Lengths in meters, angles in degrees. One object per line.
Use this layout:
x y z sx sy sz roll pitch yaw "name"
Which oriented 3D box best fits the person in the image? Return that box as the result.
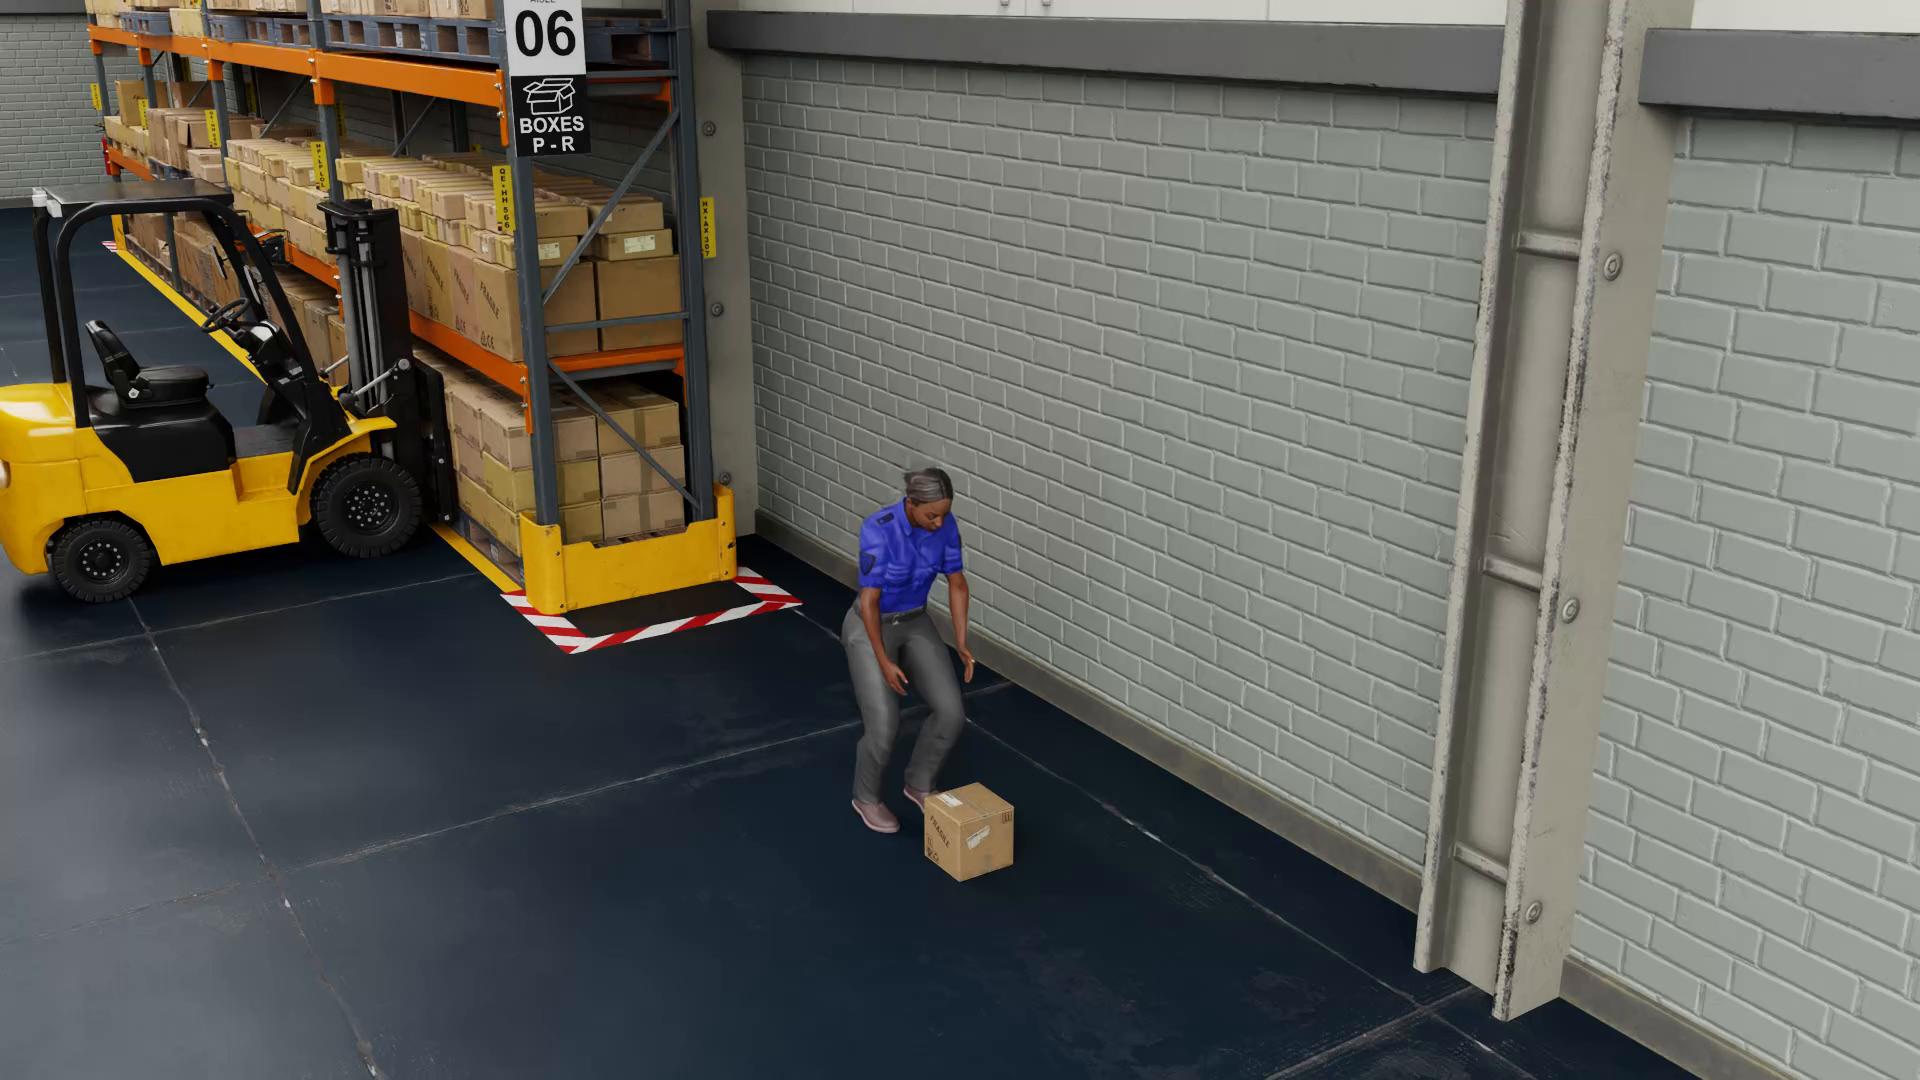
-0.182 0.493 6.598 0.496 1.335 0.654 -12 21 -31 "person"
